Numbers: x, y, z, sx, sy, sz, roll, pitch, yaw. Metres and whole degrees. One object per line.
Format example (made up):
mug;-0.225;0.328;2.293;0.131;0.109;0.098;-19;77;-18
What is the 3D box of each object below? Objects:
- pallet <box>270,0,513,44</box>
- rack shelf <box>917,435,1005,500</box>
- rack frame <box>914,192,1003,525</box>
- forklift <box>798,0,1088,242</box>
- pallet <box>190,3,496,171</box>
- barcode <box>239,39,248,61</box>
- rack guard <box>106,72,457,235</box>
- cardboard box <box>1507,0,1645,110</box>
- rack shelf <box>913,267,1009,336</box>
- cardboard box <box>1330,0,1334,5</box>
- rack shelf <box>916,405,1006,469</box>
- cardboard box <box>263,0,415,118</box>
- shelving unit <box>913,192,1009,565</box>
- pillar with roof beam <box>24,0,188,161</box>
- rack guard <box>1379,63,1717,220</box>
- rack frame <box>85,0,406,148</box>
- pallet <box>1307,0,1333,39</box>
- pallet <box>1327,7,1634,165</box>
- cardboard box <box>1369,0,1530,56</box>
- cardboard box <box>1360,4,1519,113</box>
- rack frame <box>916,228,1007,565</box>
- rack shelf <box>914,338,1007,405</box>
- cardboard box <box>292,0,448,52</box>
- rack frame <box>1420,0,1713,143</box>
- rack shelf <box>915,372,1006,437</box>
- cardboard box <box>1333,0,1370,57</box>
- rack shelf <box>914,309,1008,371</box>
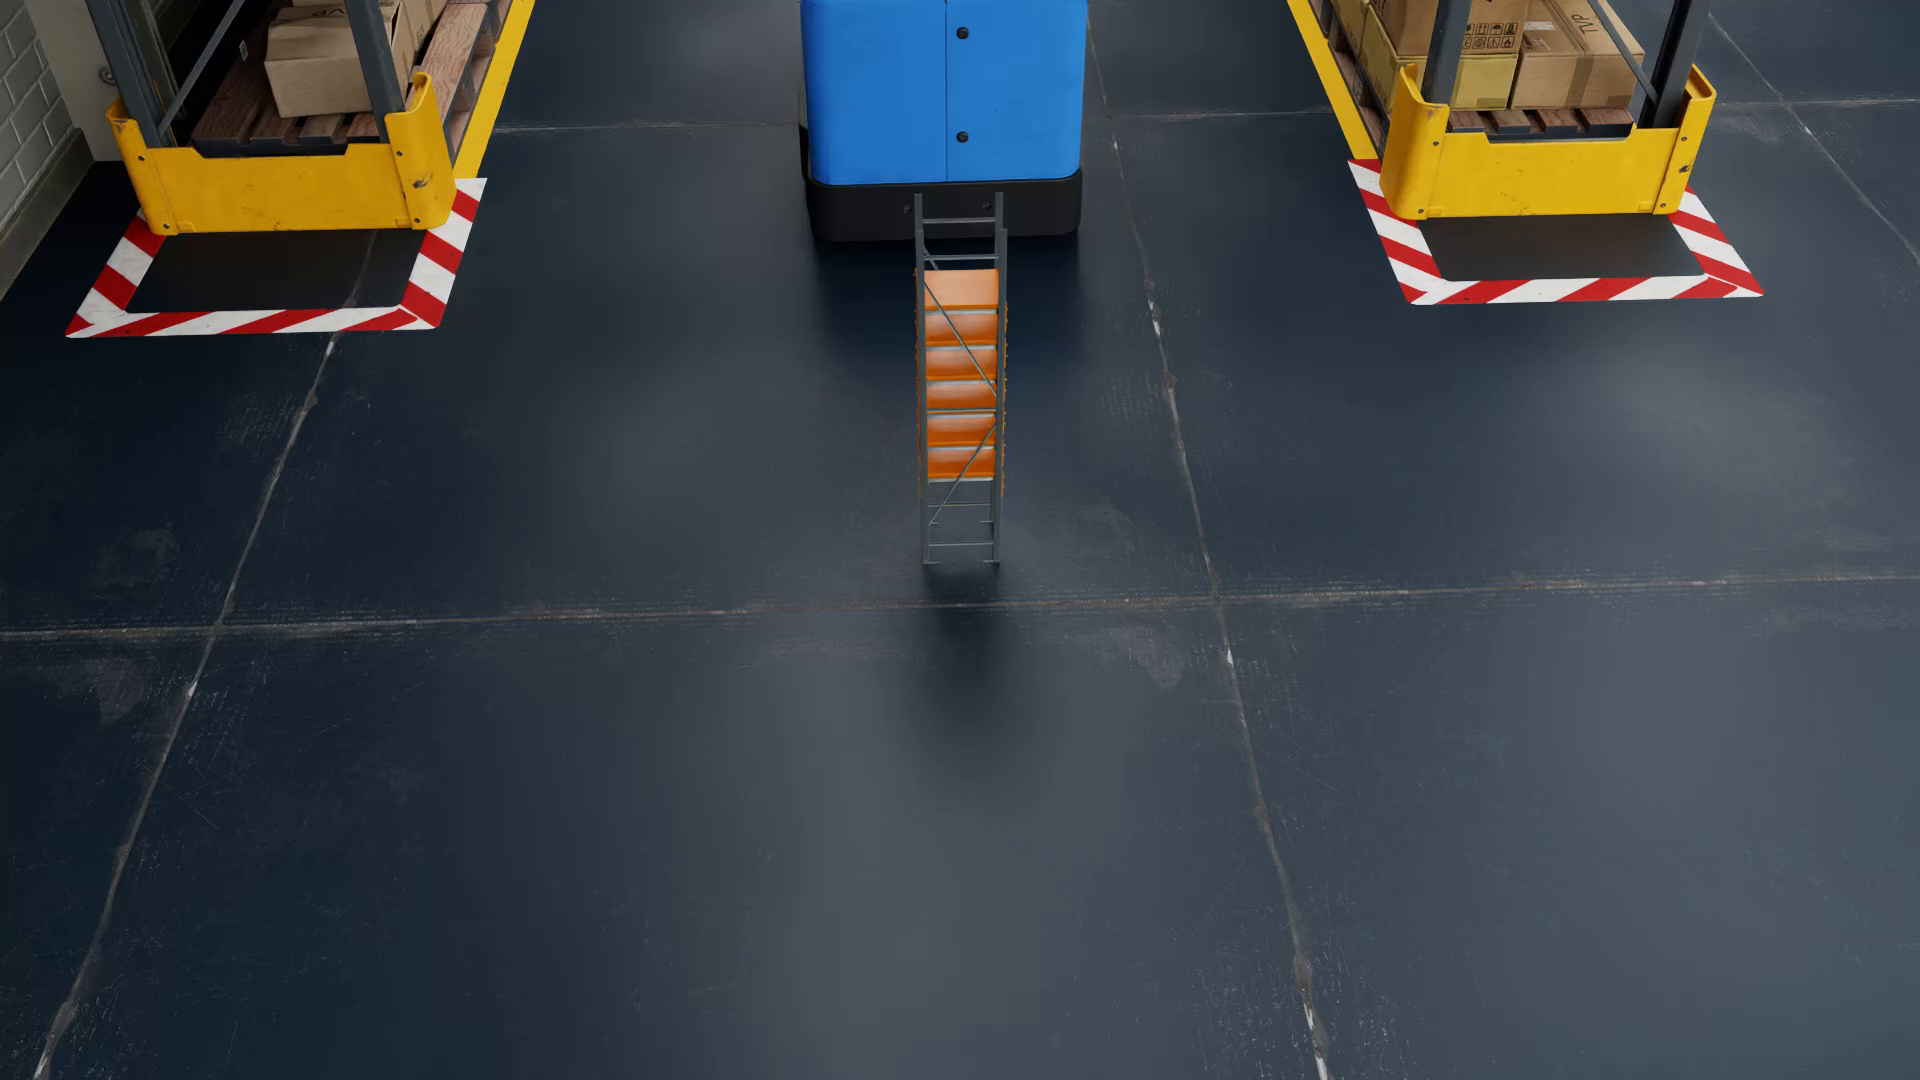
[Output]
pallet;-2.686;-2.783;8.130;1.003;0.211;1.213;-2;43;-2
rack shelf;0.001;-0.223;5.026;0.258;0.103;0.180;-2;43;-2
rack frame;-0.003;-0.494;4.901;0.240;1.200;0.006;-2;43;-2
forklift;-0.137;-3.211;6.584;1.130;2.935;3.031;-2;43;-3
pallet;-2.637;-1.961;7.234;1.003;0.211;1.213;-2;43;-2
barcode;-2.975;-2.033;6.906;0.001;0.075;0.075;-2;43;-2
rack guard;-2.638;-1.518;6.537;1.175;0.500;0.348;-2;43;-2
cardboard box;2.514;-2.043;6.983;0.500;0.250;0.500;-2;43;-2
rack shelf;0.001;-0.665;4.621;0.258;0.103;0.180;-2;43;-2
cardboard box;1.940;-2.703;7.703;0.500;0.250;0.500;-2;43;-2
rack shelf;0.001;-0.311;4.945;0.258;0.103;0.180;-2;43;-2
cardboard box;-2.574;-2.029;6.908;0.500;0.311;0.500;-6;43;-7
shelving unit;0.001;-0.433;4.834;0.258;1.200;0.189;-2;43;-2
pillar with roof beam;0.772;-5.171;4.232;9.100;9.000;0.400;-2;43;-2
rack guard;2.315;-1.596;6.621;1.175;0.500;0.348;-2;43;-2
rack frame;-2.635;-2.389;5.636;1.000;3.000;0.127;-2;43;-2
pallet;2.191;-2.842;8.194;1.003;0.211;1.213;-2;43;-2
pallet;2.240;-2.020;7.298;1.003;0.211;1.213;-2;43;-2
cardboard box;1.994;-2.304;6.713;0.500;0.500;0.500;-2;43;-2
cardboard box;1.996;-2.028;6.967;0.500;0.250;0.500;-2;43;-2
rack frame;0.004;-0.371;4.767;0.240;1.200;0.006;-2;43;-2
rack shelf;0.001;-0.488;4.783;0.258;0.103;0.180;-2;43;-2
cardboard box;-2.599;-2.414;7.328;0.500;0.311;0.500;2;43;2
rack frame;2.314;-2.533;5.794;1.000;3.000;0.127;-2;43;-2
rack shelf;0.001;-0.400;4.864;0.258;0.103;0.180;-2;43;-2
cardboard box;1.963;-2.365;7.335;0.500;0.250;0.500;-2;43;-2
rack shelf;0.001;-0.577;4.702;0.258;0.103;0.180;-2;43;-2
